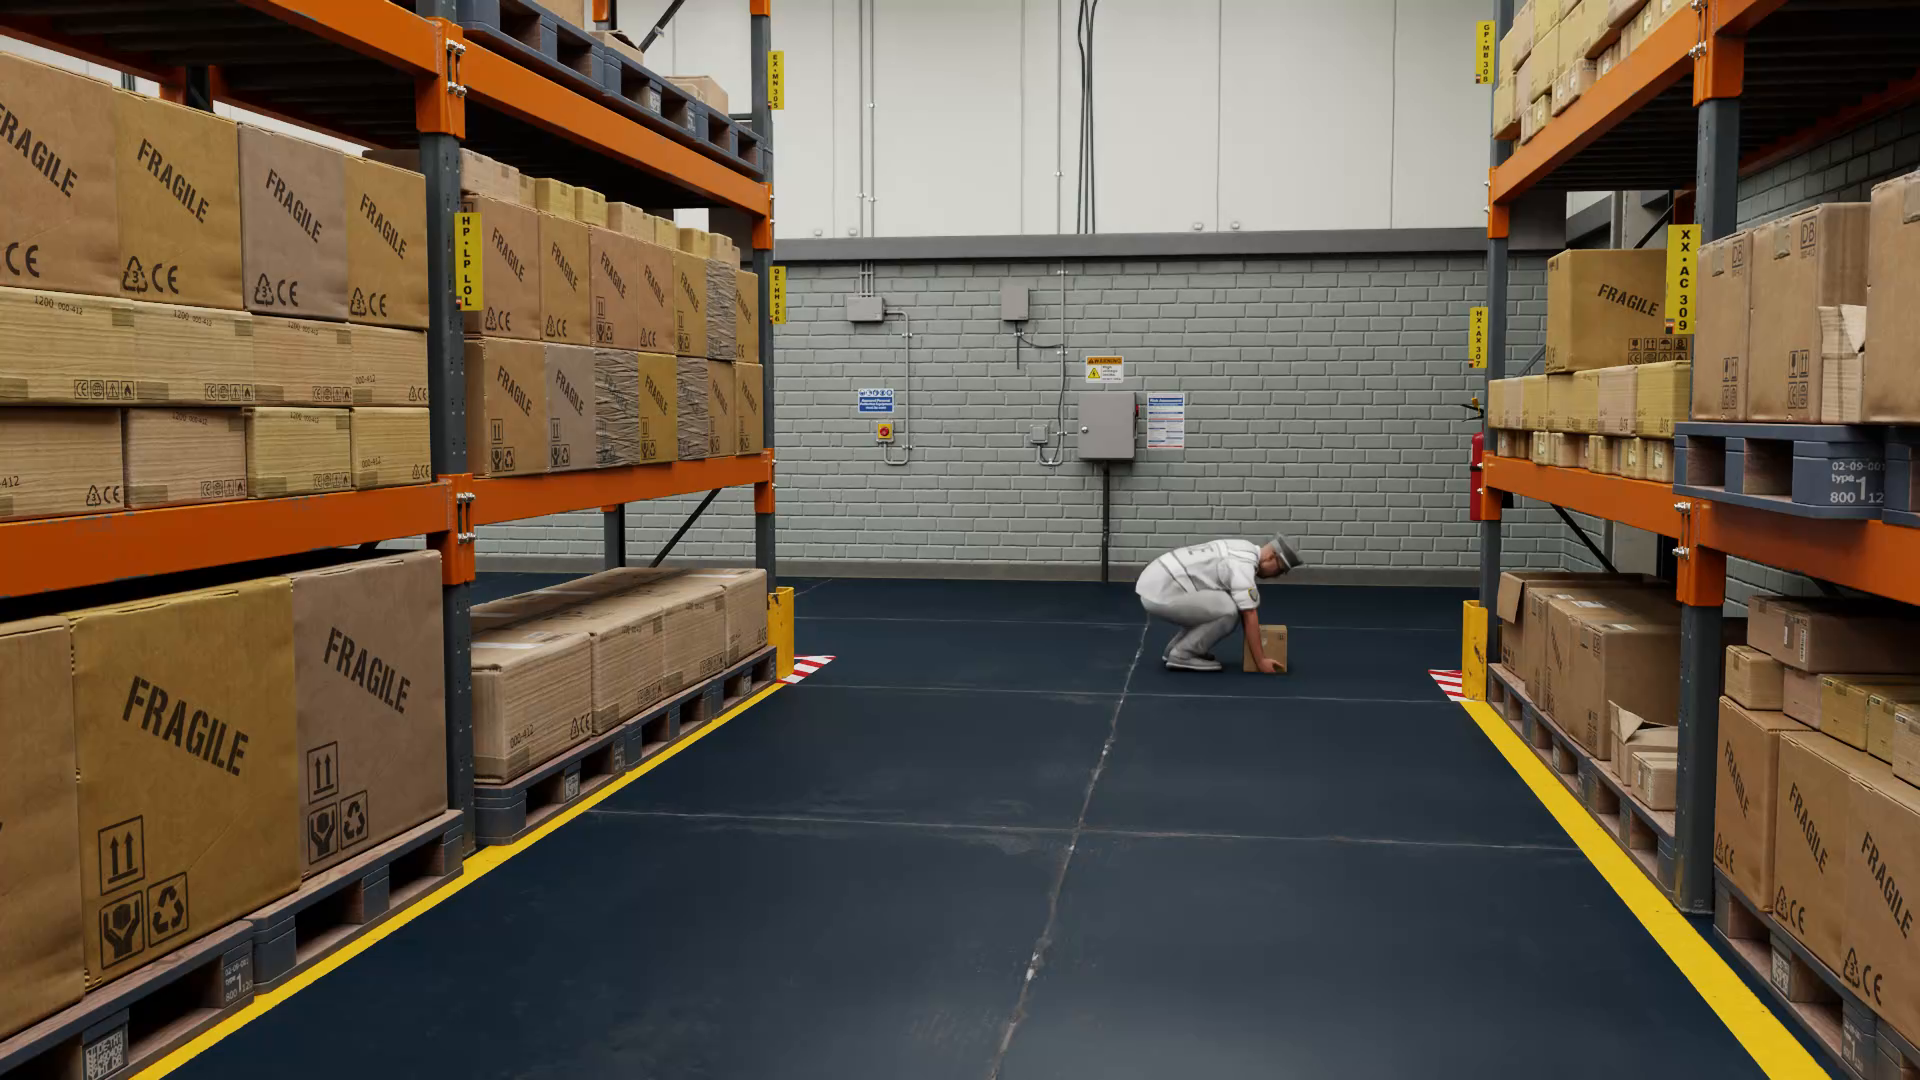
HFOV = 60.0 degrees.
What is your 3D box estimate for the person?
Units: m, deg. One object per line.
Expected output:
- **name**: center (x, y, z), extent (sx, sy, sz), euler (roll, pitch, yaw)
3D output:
- **person**: center (1.553, 0.391, 9.976), extent (1.000, 0.877, 0.529), euler (1, 4, 8)
